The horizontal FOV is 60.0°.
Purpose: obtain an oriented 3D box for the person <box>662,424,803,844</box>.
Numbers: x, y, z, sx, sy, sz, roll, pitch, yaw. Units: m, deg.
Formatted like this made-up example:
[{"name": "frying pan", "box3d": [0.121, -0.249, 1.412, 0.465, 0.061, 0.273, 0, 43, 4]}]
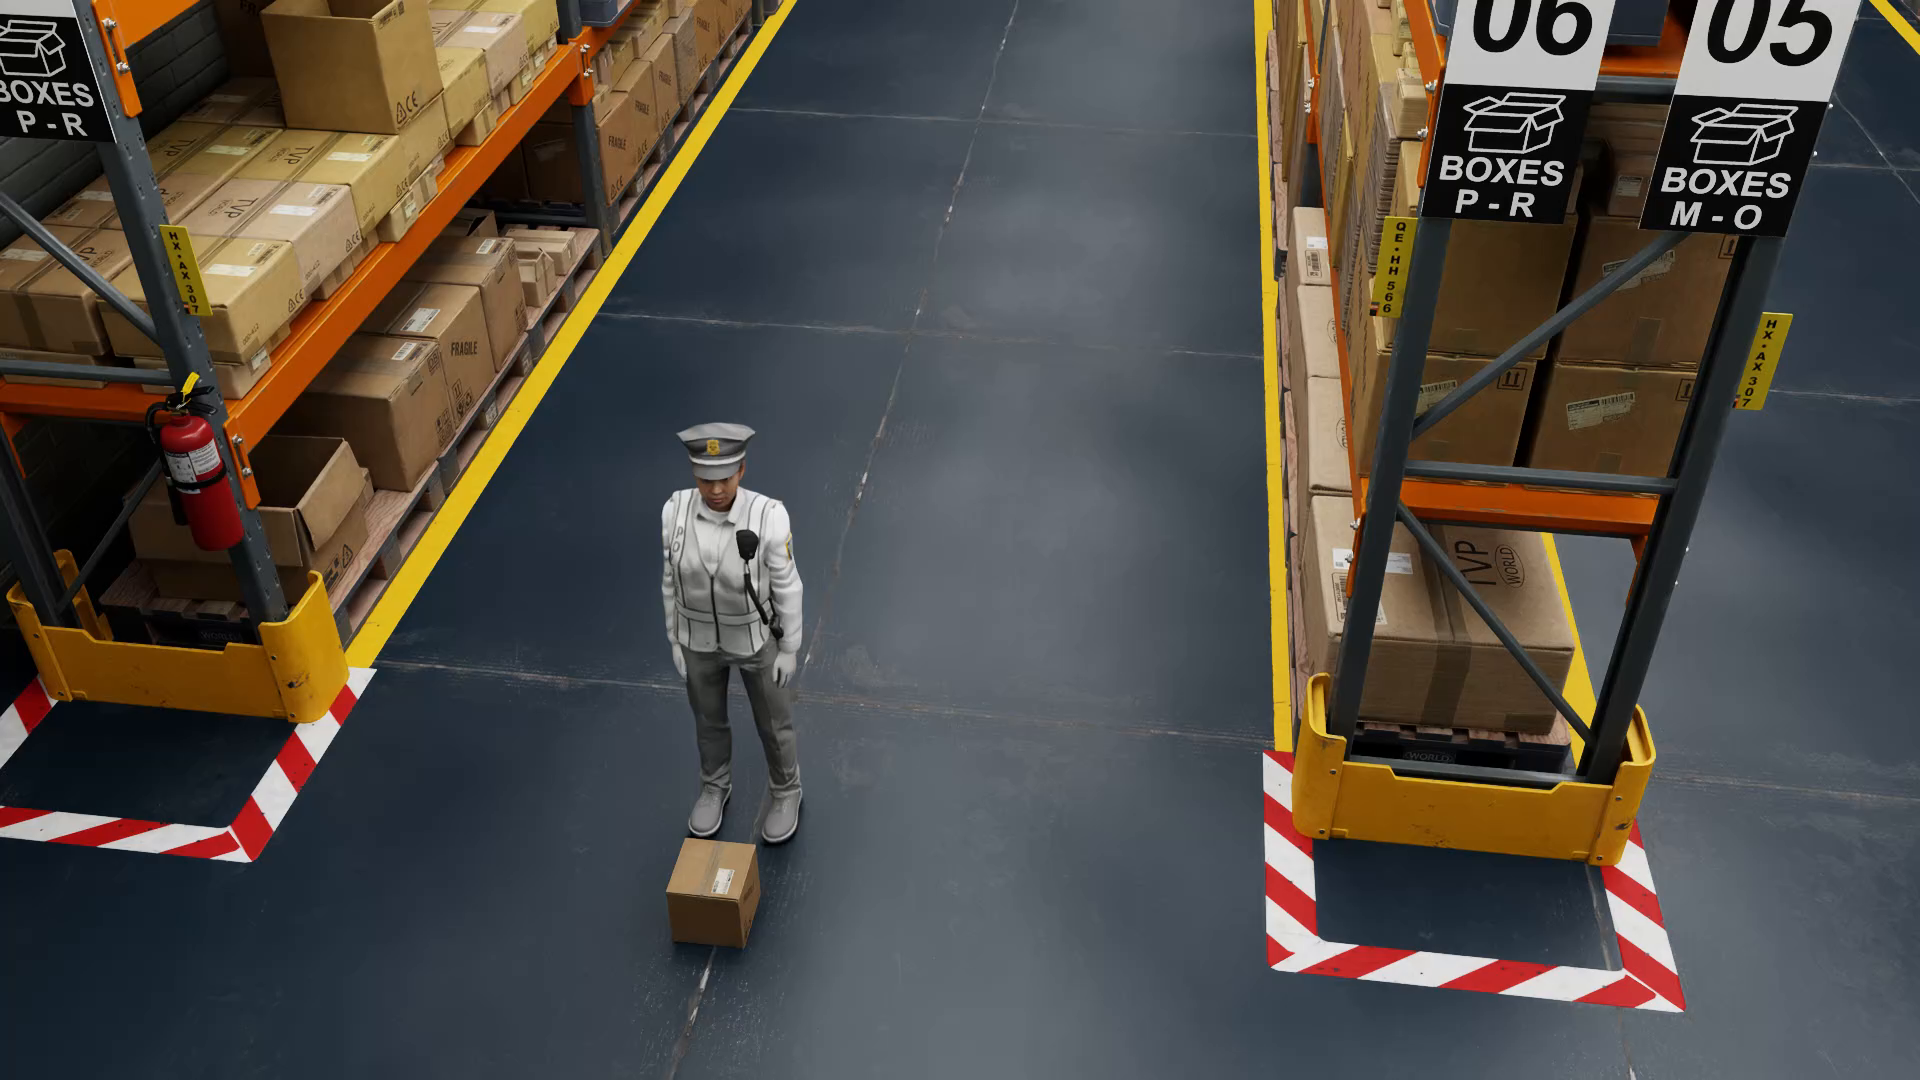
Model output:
[{"name": "person", "box3d": [-0.763, 0.337, 5.655, 0.474, 1.686, 0.345, 5, 37, 6]}]
